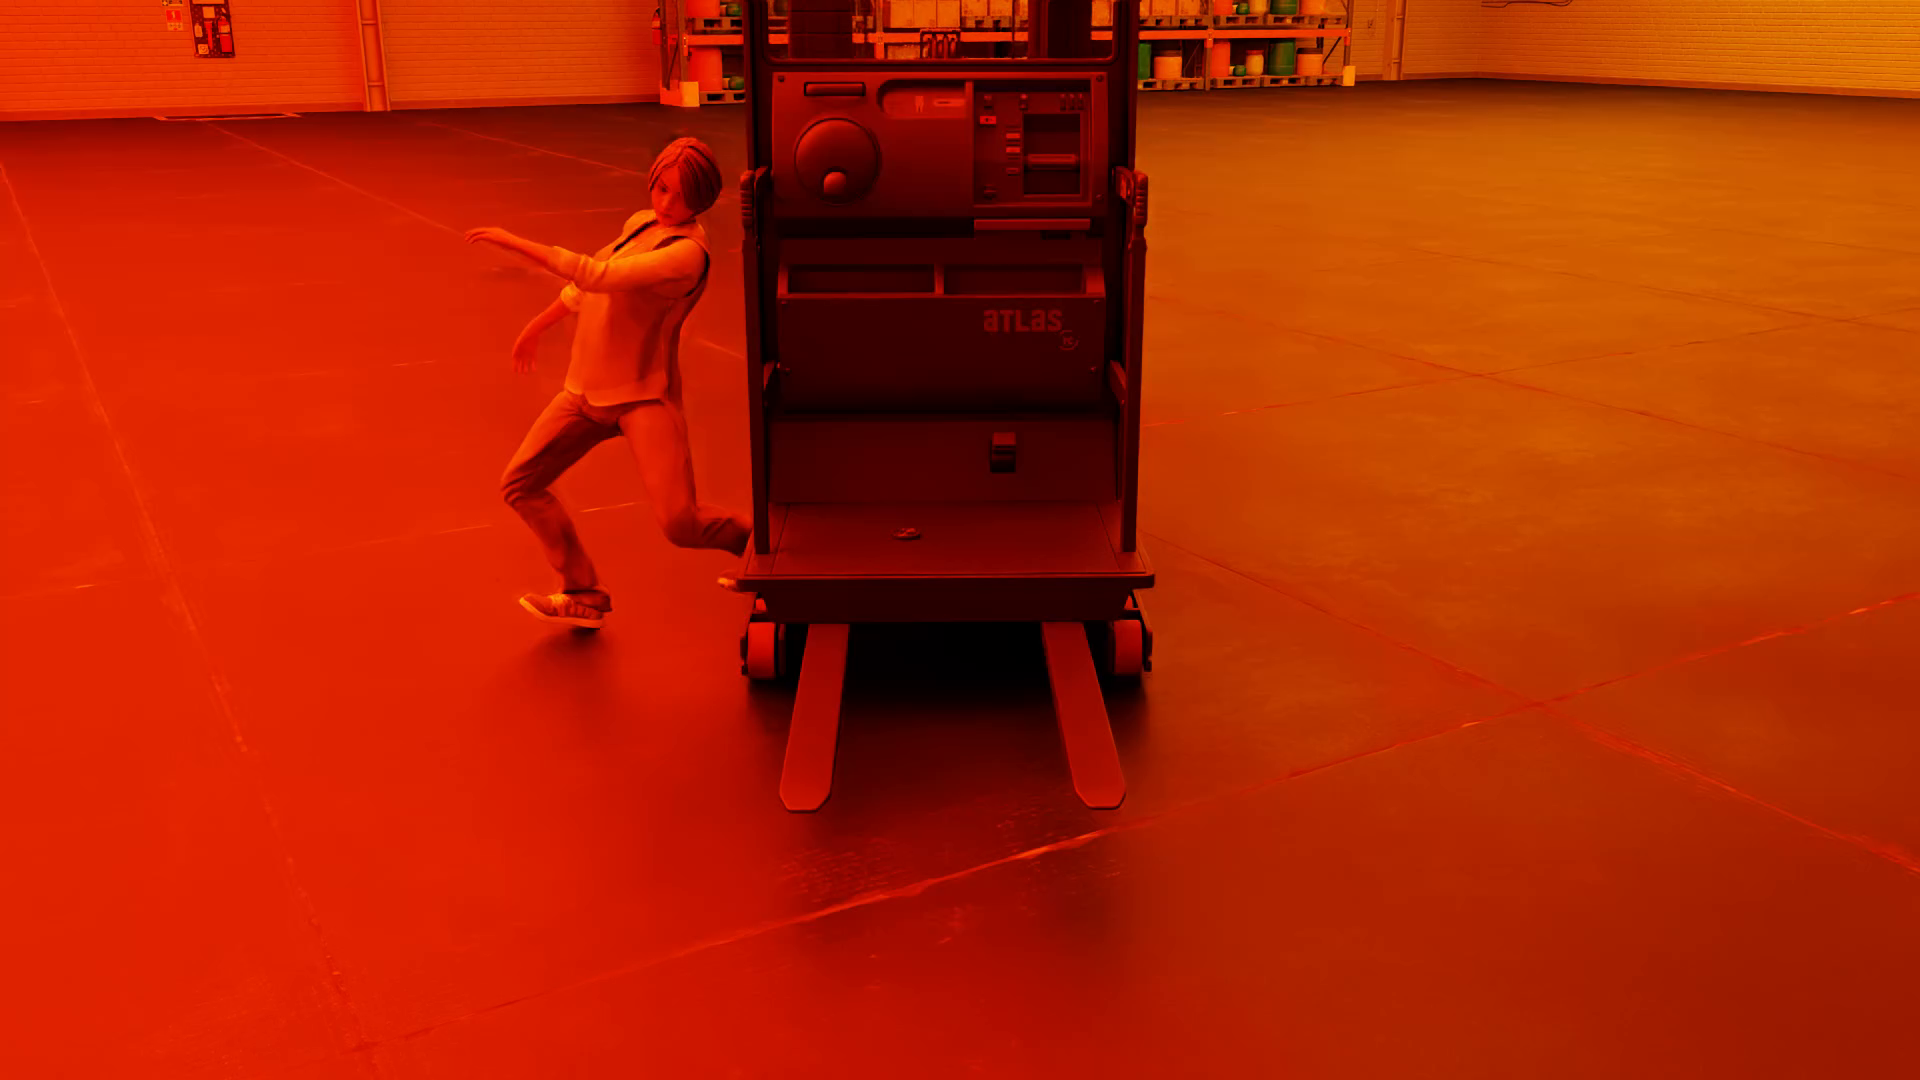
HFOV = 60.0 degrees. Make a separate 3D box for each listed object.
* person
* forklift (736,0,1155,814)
[{"bbox_3d":[-0.980,-0.405,4.716,0.793,1.415,0.762,15,23,39],"label":"person"},{"bbox_3d":[-0.046,-1.105,4.410,1.130,2.935,3.031,0,18,-1],"label":"forklift"}]
